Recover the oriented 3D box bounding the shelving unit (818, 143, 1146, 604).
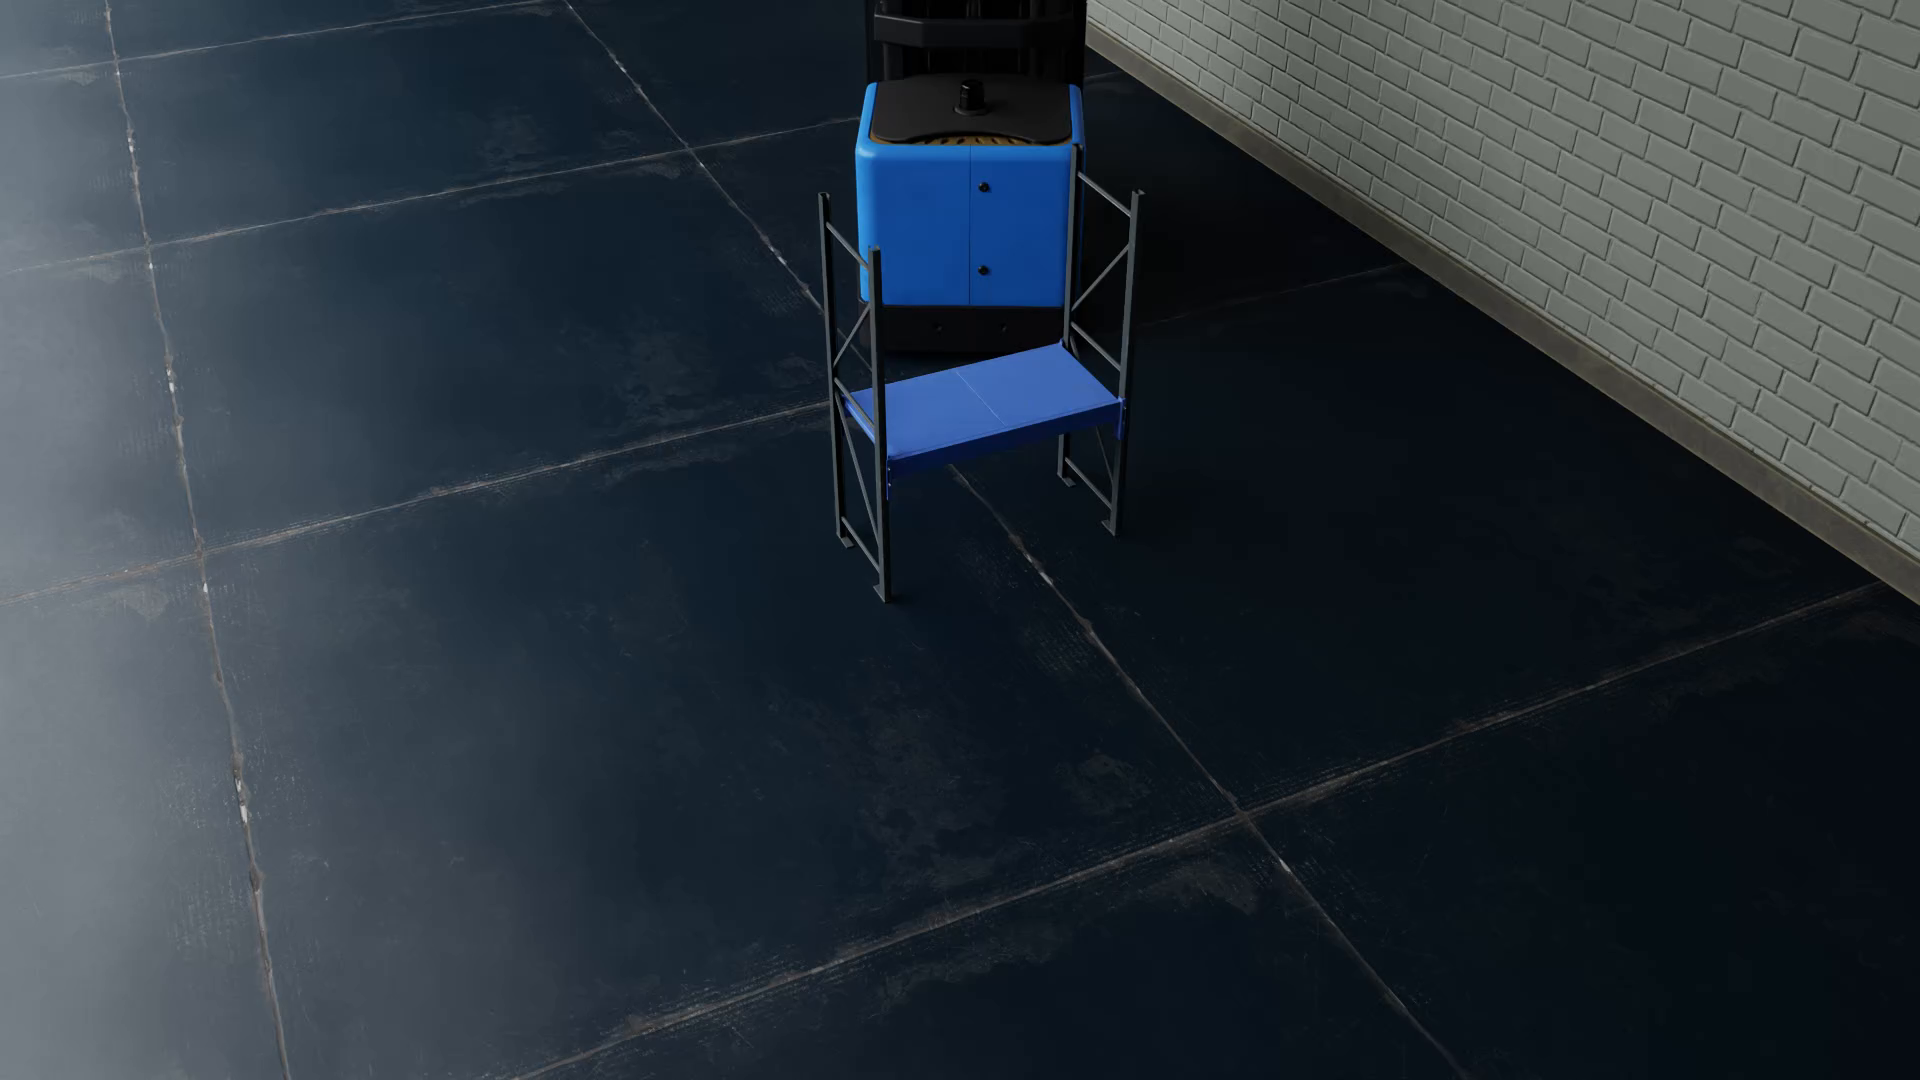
[{"bbox_3d":[0.077,-0.624,6.332,1.048,1.500,0.538,-16,39,-20],"label":"shelving unit"}]

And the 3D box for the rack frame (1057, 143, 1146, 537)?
[{"bbox_3d":[0.537,-0.753,6.506,0.032,1.500,0.500,-16,39,-20],"label":"rack frame"}]

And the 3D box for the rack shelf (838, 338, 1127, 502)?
[{"bbox_3d":[0.077,-0.480,6.439,1.000,0.185,0.538,-16,39,-20],"label":"rack shelf"}]

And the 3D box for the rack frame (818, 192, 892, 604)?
[{"bbox_3d":[-0.383,-0.495,6.159,0.032,1.500,0.500,-16,39,-20],"label":"rack frame"}]

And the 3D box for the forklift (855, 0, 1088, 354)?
[{"bbox_3d":[0.080,-2.898,8.196,1.130,2.935,3.031,1,37,1],"label":"forklift"}]
